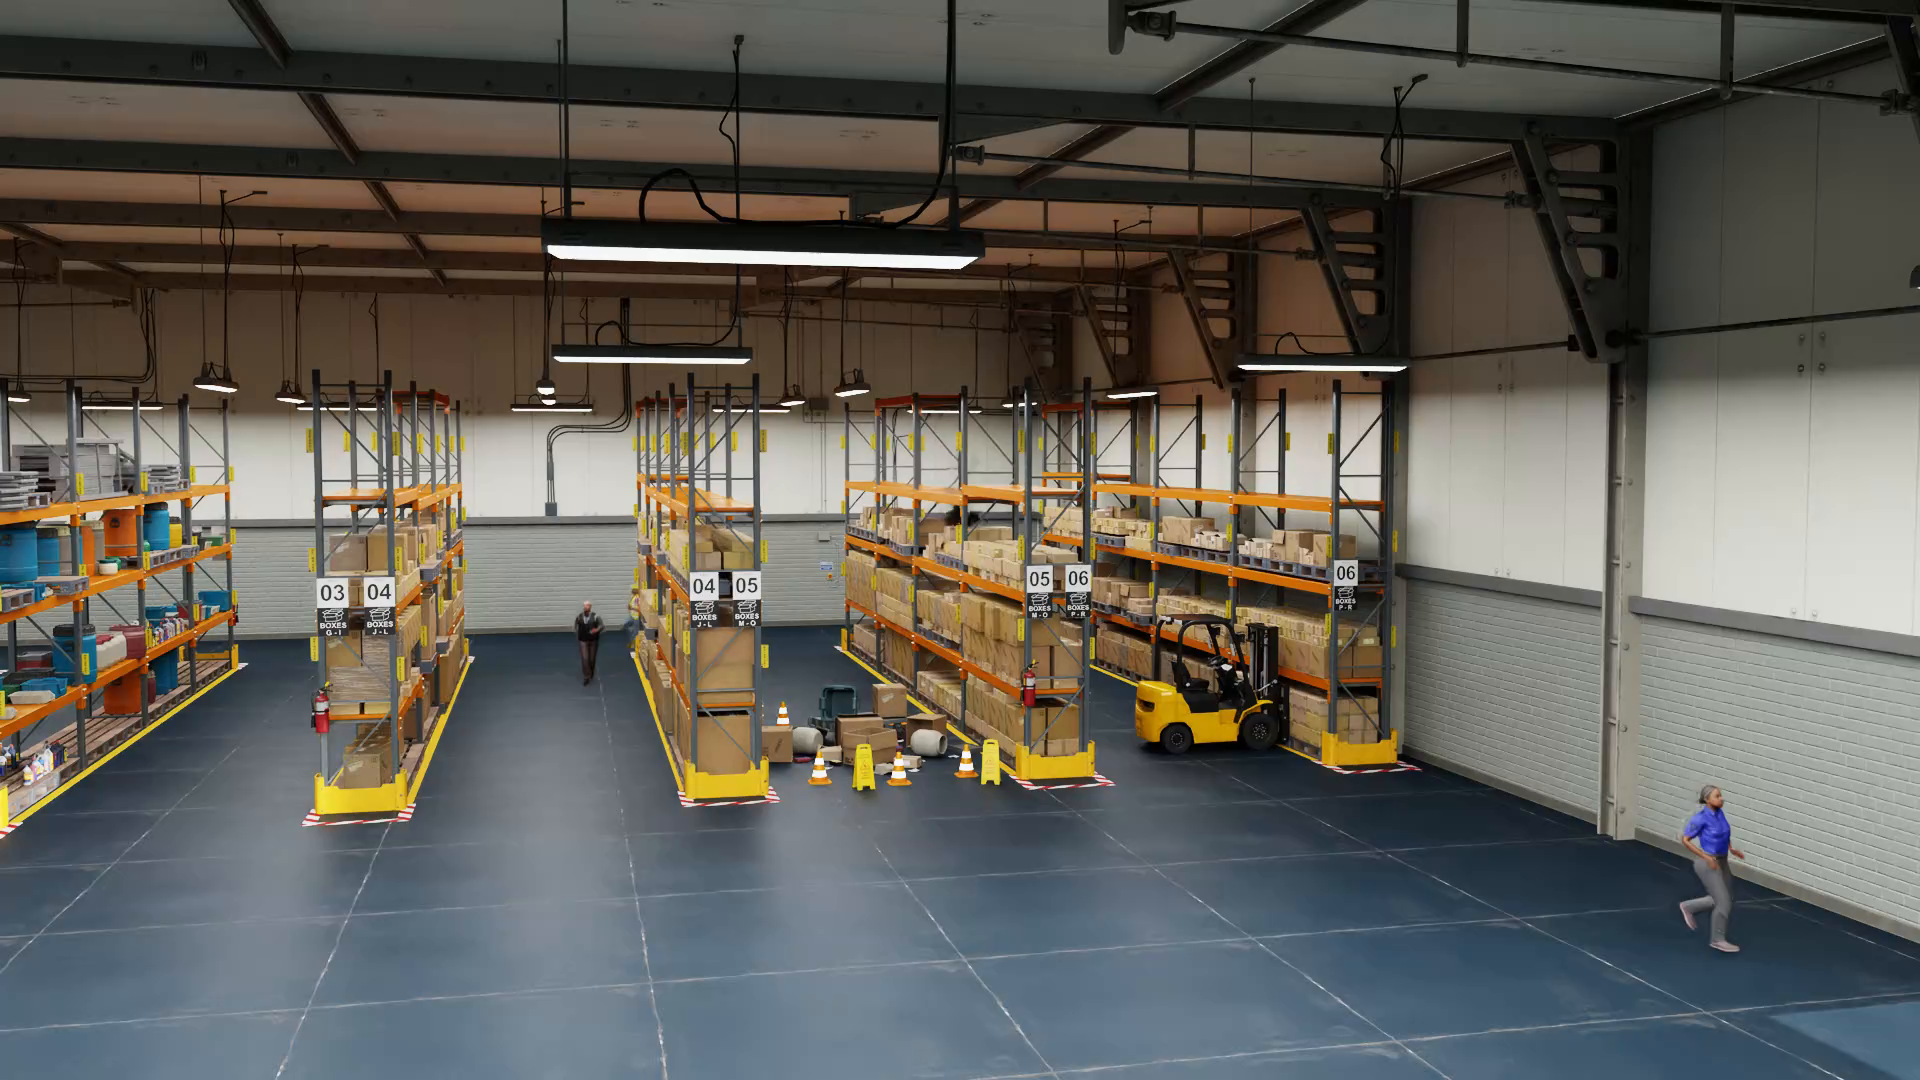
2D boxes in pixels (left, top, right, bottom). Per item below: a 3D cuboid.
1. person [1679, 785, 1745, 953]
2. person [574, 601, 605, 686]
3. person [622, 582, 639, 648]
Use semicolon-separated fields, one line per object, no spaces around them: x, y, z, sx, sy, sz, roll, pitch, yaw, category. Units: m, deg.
7.454;3.239;16.542;0.581;1.608;0.671;-2;4;-34;person
-7.758;2.142;34.794;0.652;1.731;0.862;0;3;-6;person
-7.822;1.832;40.280;0.676;1.650;0.853;-2;4;-28;person
